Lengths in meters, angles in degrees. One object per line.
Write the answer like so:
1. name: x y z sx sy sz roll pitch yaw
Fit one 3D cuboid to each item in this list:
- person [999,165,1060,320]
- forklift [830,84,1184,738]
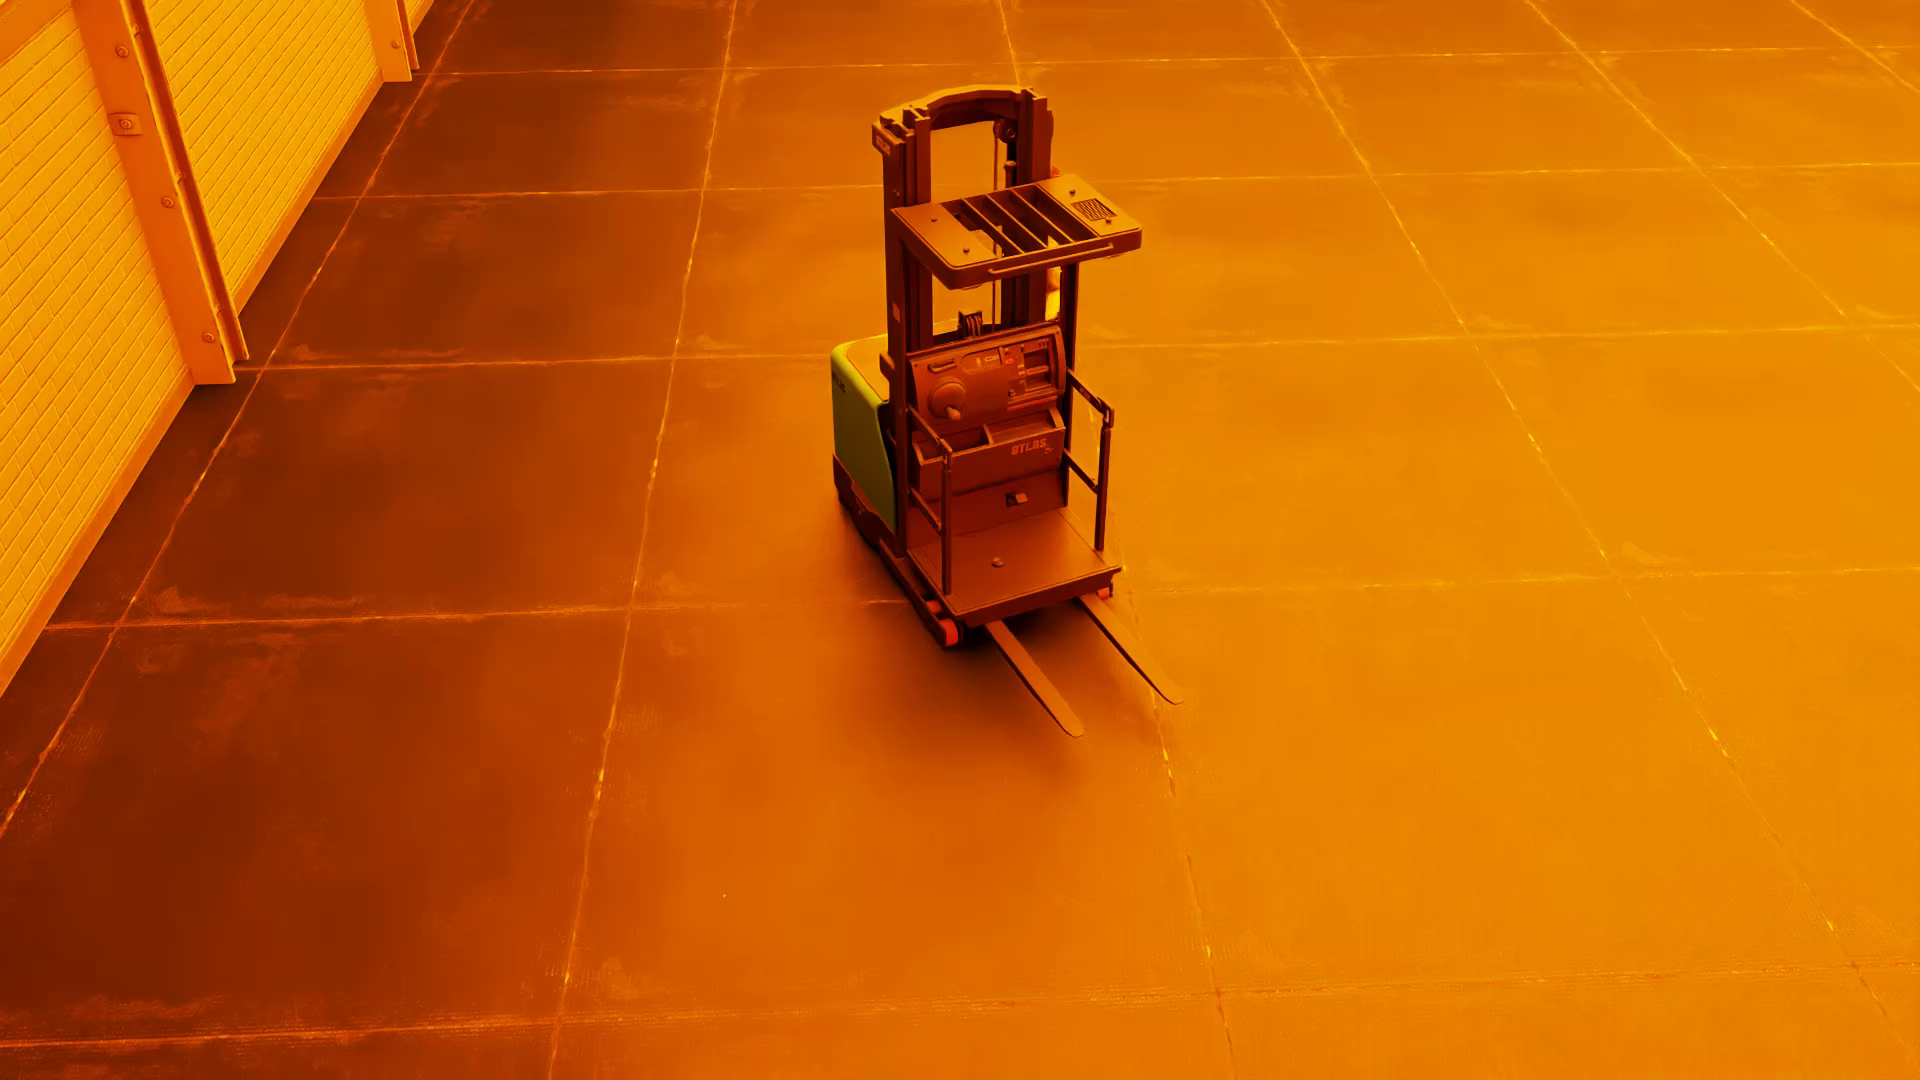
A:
1. person: 0.528 -2.108 12.048 0.515 1.599 0.731 0 36 0
2. forklift: 0.258 -0.860 9.192 1.130 2.935 3.031 -15 39 -20
